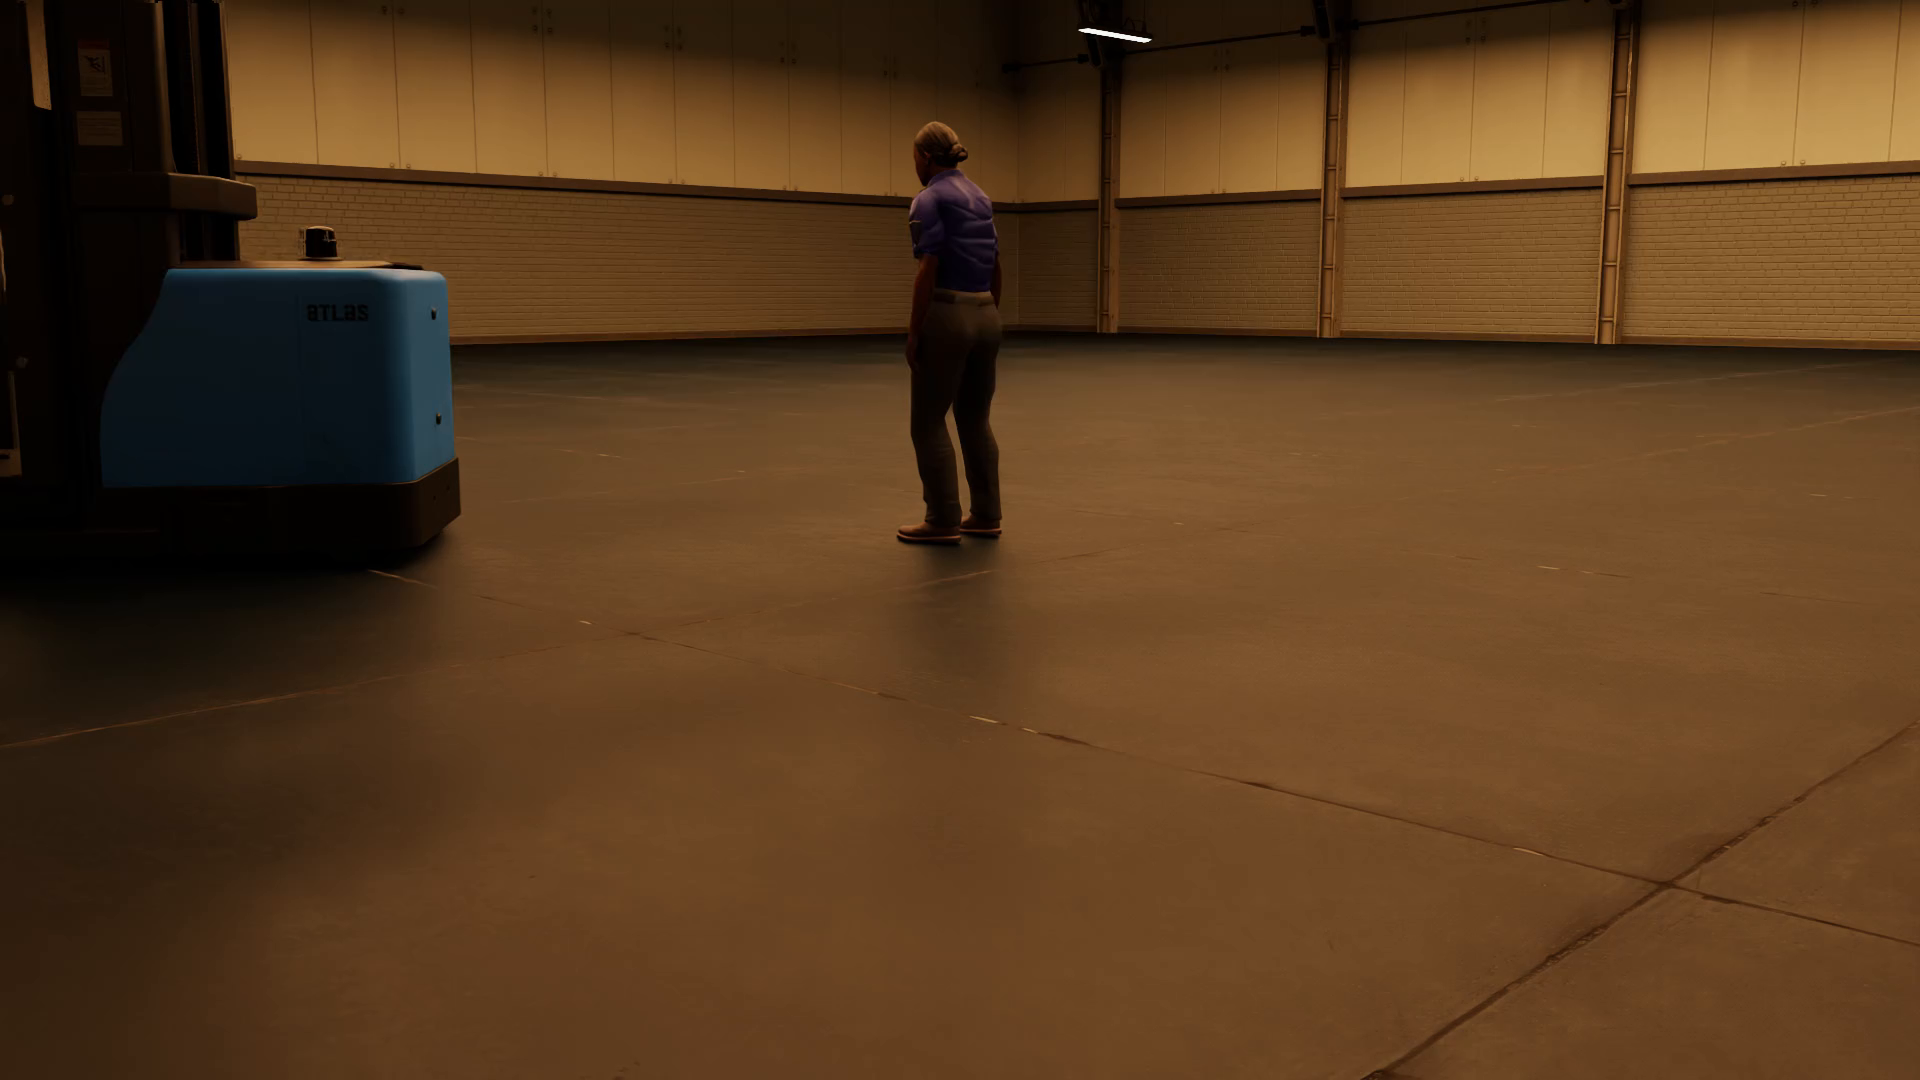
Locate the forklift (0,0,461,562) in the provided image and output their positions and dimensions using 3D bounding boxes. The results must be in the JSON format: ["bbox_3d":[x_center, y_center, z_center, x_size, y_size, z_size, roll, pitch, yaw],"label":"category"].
[{"bbox_3d":[-3.532,-1.393,6.123,3.031,2.935,1.130,-1,9,-7],"label":"forklift"}]

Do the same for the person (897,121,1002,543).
[{"bbox_3d":[-0.028,-0.821,6.622,0.349,1.654,0.513,8,11,41],"label":"person"}]
